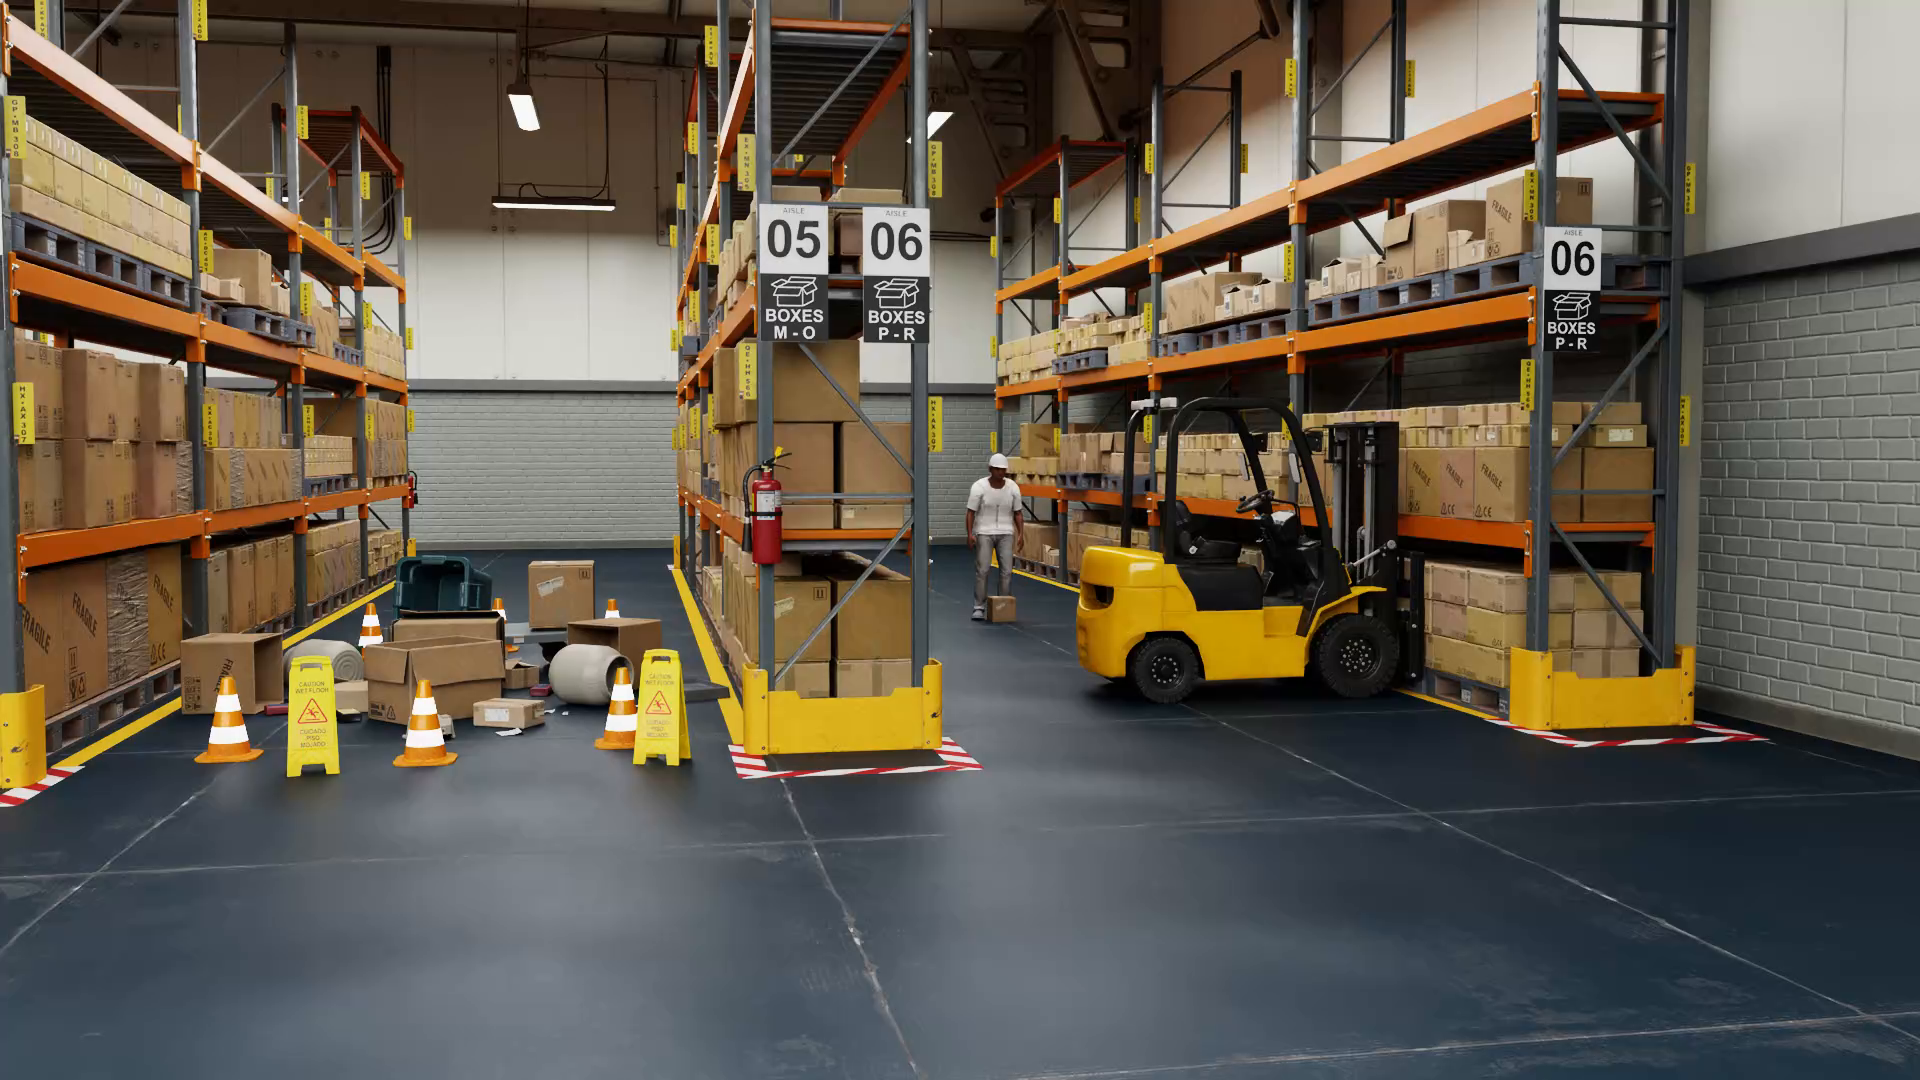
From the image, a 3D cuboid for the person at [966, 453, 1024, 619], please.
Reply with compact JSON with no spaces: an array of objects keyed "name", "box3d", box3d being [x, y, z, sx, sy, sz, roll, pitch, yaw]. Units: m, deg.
[{"name":"person","box3d":[0.376,-0.040,17.674,0.626,1.761,0.459,-1,3,-11]}]
